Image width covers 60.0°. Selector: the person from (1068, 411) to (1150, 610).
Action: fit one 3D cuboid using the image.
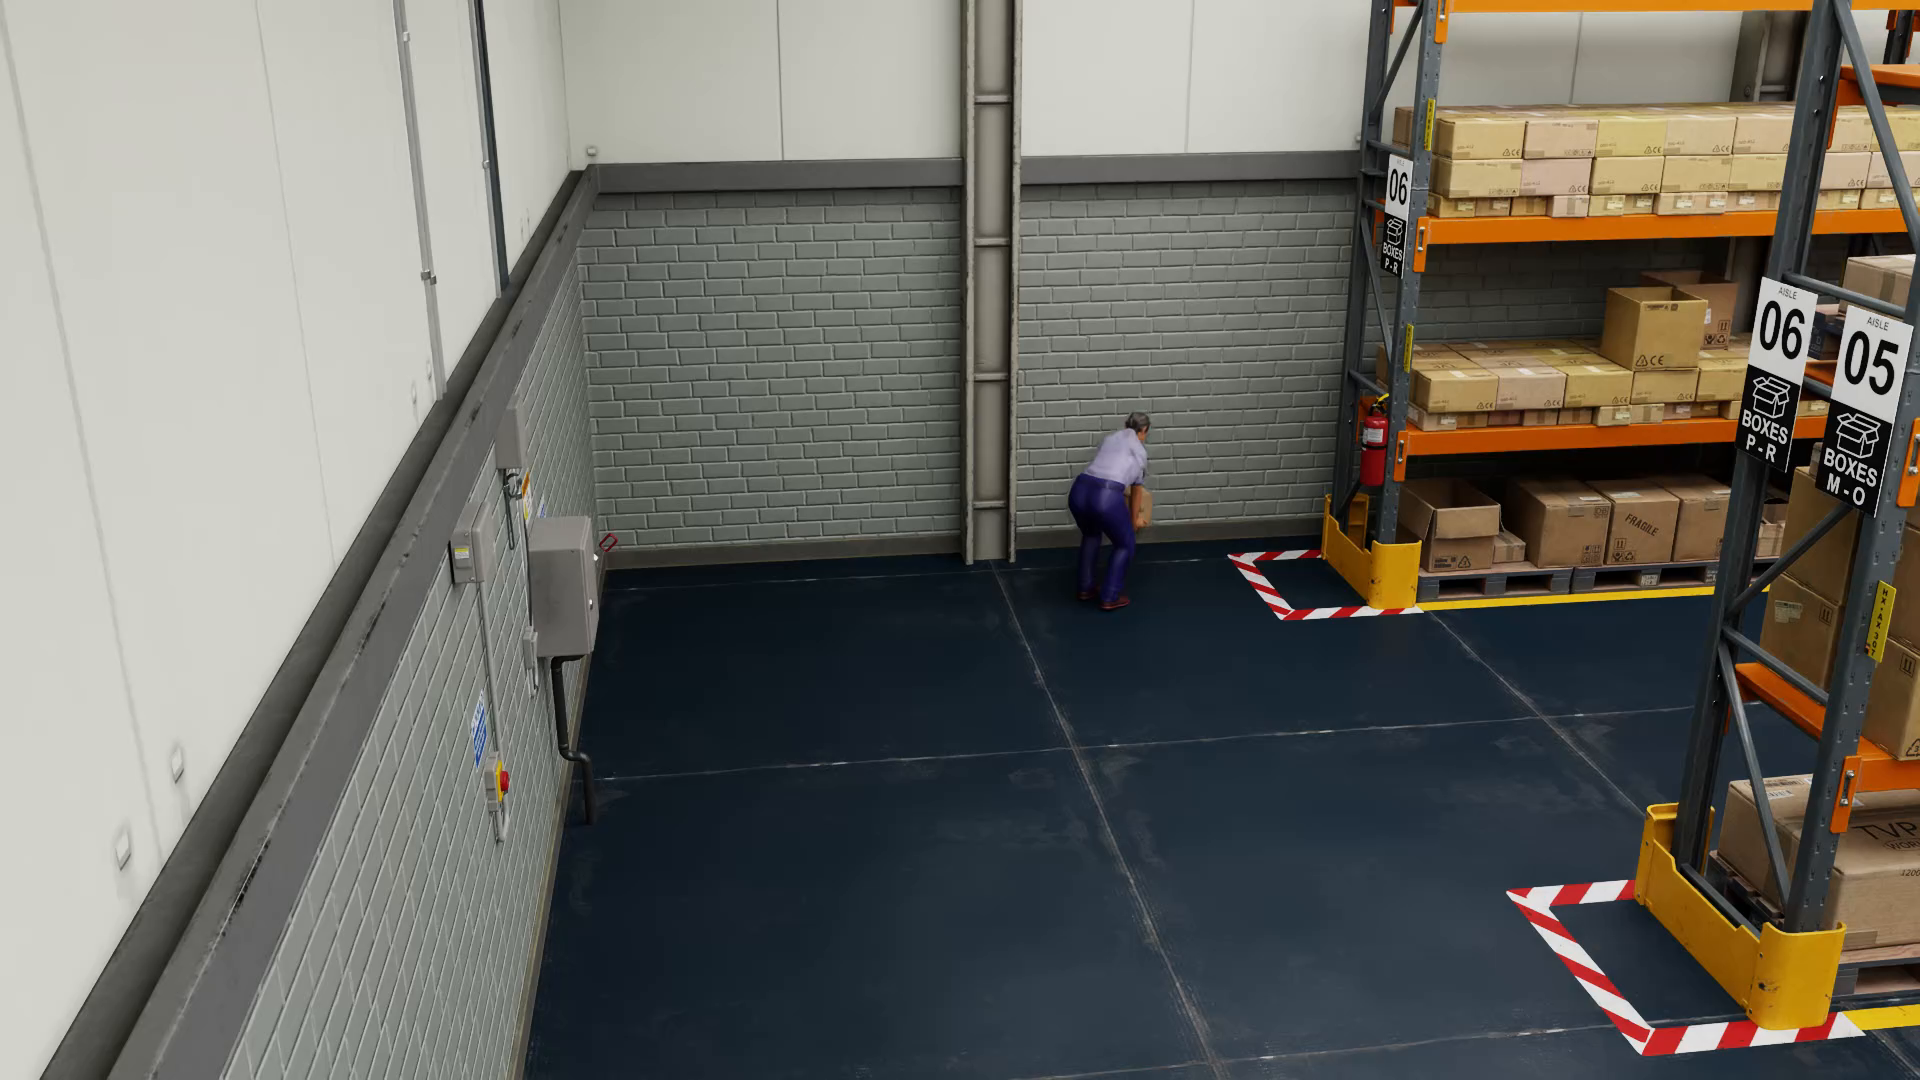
[{"bbox_3d":[1.129,-0.211,12.128,0.452,1.341,0.793,16,25,37],"label":"person"}]
